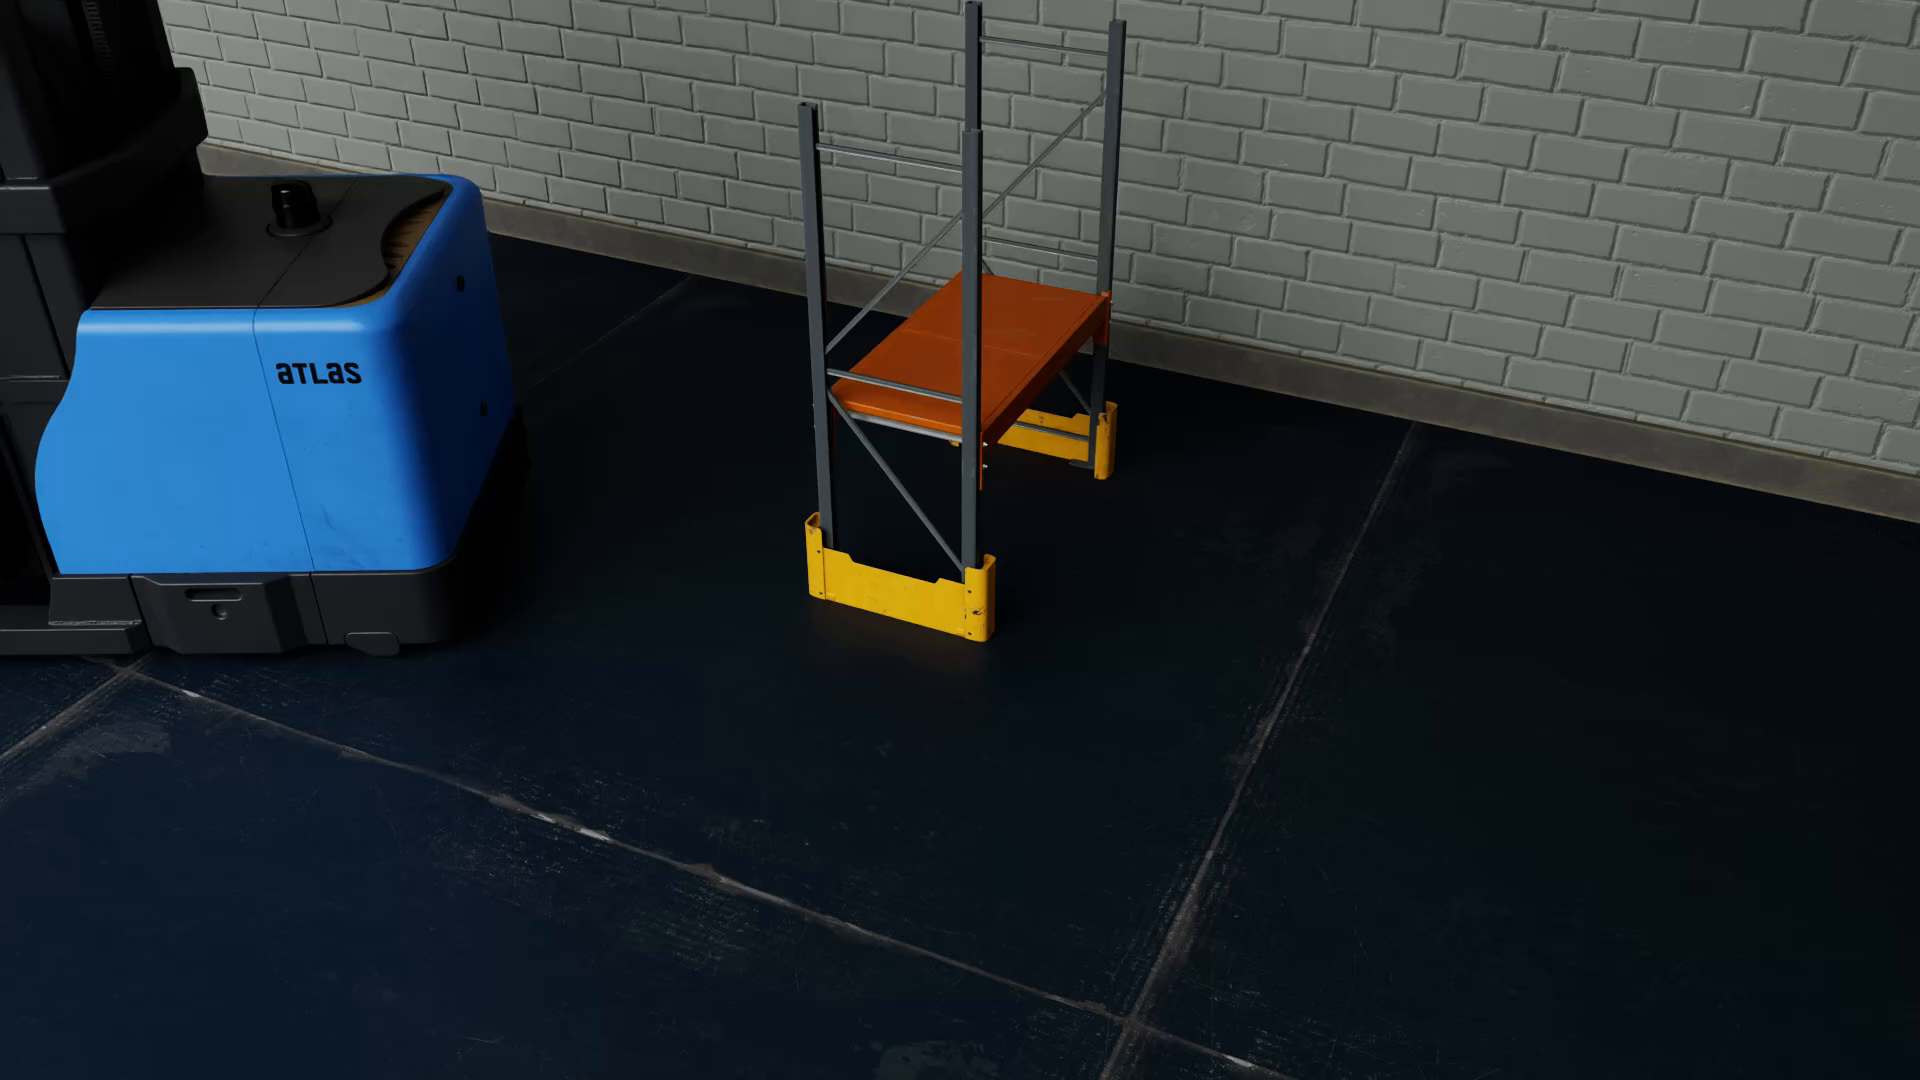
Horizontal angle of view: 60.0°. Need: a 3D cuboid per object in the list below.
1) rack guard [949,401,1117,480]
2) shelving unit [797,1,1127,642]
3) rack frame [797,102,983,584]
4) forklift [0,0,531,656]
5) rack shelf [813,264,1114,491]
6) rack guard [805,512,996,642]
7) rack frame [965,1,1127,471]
[{"bbox_3d":[0.240,-0.391,5.618,0.587,0.250,0.087,14,36,20],"label":"rack guard"},{"bbox_3d":[0.032,-0.665,4.897,0.587,1.500,1.083,14,36,20],"label":"shelving unit"},{"bbox_3d":[-0.177,-0.417,4.517,0.500,1.500,0.032,14,36,20],"label":"rack frame"},{"bbox_3d":[-2.919,-1.147,4.327,3.031,2.935,1.130,-1,33,-1],"label":"forklift"},{"bbox_3d":[0.036,-0.519,5.002,0.538,0.185,1.000,14,36,20],"label":"rack shelf"},{"bbox_3d":[-0.176,0.106,4.861,0.587,0.250,0.087,14,36,20],"label":"rack guard"},{"bbox_3d":[0.248,-0.923,5.290,0.500,1.500,0.032,14,36,20],"label":"rack frame"}]
